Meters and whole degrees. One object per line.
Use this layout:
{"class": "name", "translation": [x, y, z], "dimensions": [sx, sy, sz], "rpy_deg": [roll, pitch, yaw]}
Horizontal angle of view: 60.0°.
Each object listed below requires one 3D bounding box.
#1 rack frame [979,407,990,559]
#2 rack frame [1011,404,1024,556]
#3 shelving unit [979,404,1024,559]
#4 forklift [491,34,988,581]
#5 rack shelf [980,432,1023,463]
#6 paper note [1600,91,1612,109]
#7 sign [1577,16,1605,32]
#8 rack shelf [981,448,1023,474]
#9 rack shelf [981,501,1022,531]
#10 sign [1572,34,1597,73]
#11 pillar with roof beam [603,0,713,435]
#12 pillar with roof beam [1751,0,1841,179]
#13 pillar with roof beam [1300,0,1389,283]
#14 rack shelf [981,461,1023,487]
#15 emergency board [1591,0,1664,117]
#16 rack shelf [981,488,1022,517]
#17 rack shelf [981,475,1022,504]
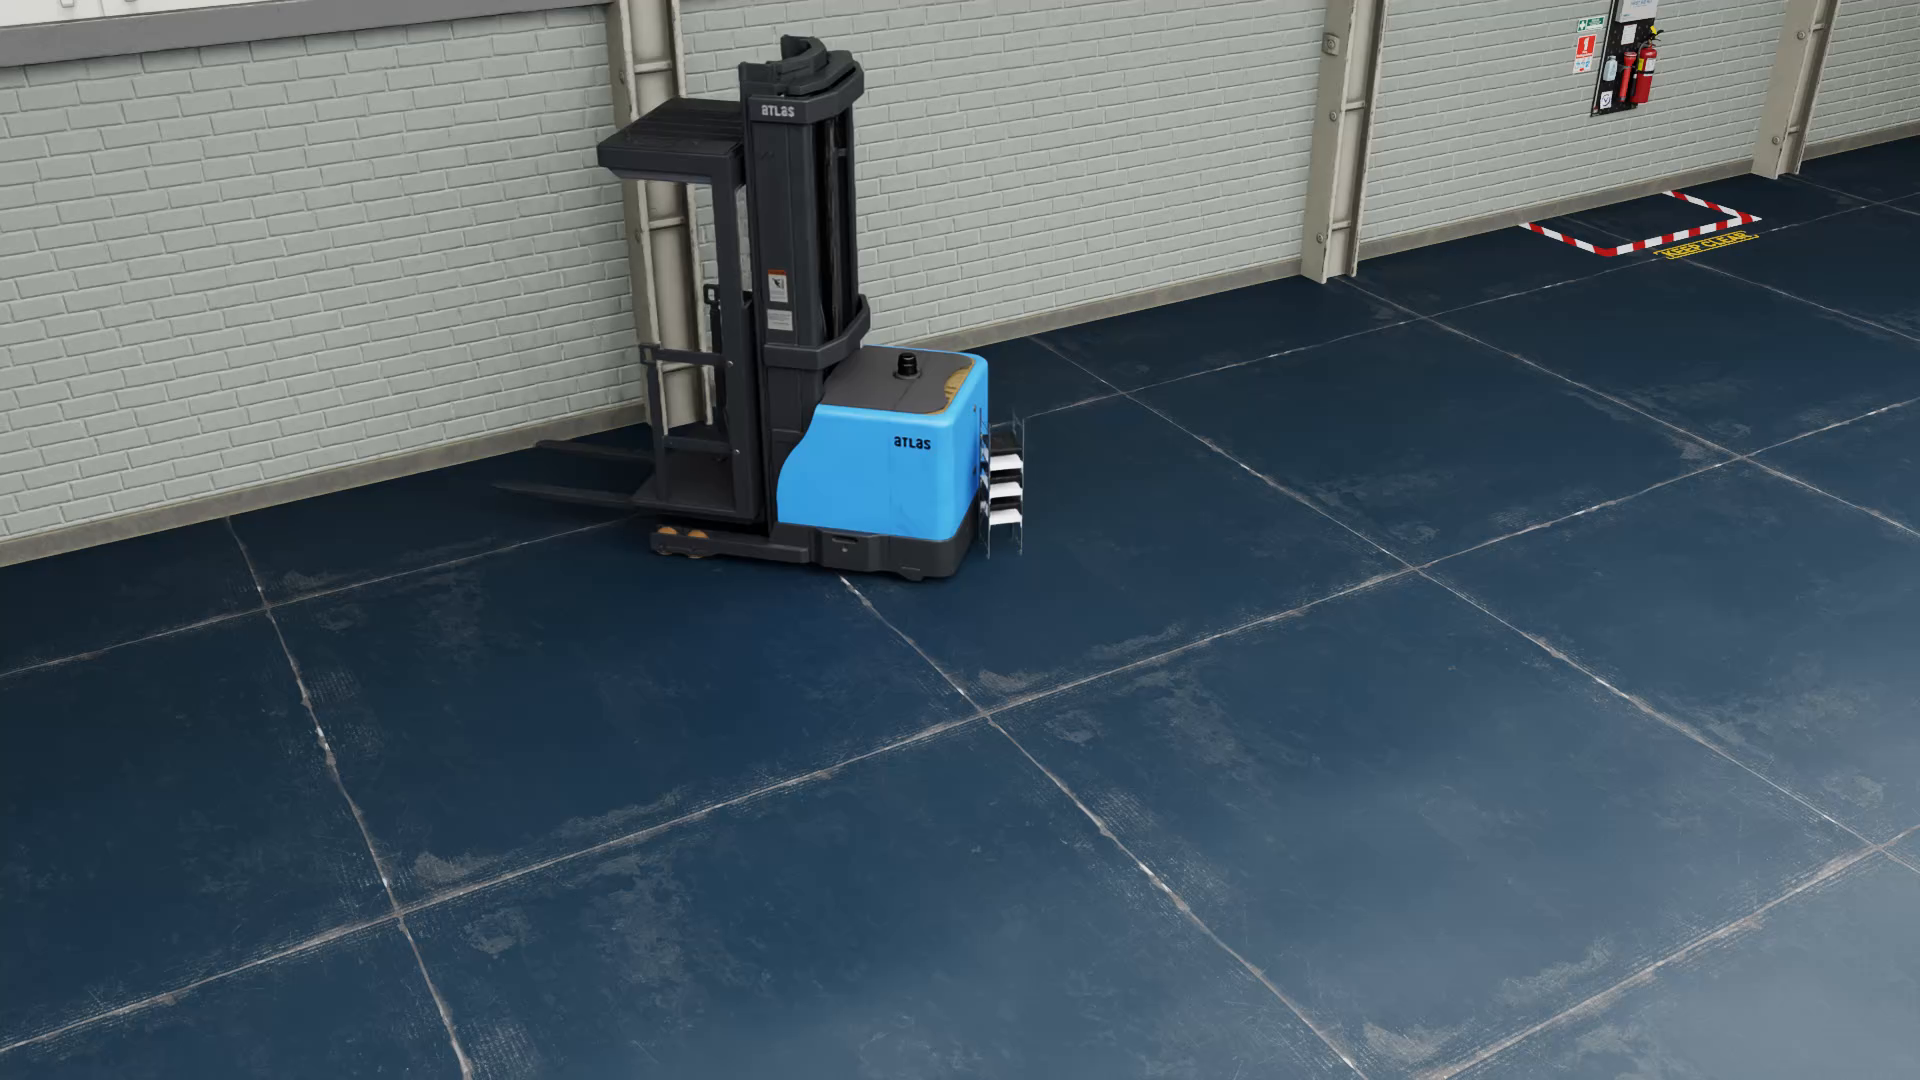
{"class": "rack frame", "translation": [0.145, -0.333, 9.922], "dimensions": [0.006, 0.900, 0.240], "rpy_deg": [-6, 30, -12]}
{"class": "rack frame", "translation": [0.343, -0.355, 9.963], "dimensions": [0.006, 0.900, 0.240], "rpy_deg": [-6, 30, -12]}
{"class": "shelving unit", "translation": [0.244, -0.344, 9.942], "dimensions": [0.210, 0.900, 0.258], "rpy_deg": [-6, 30, -12]}
{"class": "forklift", "translation": [-1.390, -1.410, 9.771], "dimensions": [3.031, 2.935, 1.130], "rpy_deg": [7, 30, 12]}
{"class": "rack shelf", "translation": [0.244, -0.551, 9.828], "dimensions": [0.200, 0.077, 0.258], "rpy_deg": [-6, 30, -12]}
{"class": "paper note", "translation": [6.021, -4.099, 15.484], "dimensions": [0.142, 0.148, 0.016], "rpy_deg": [-16, 33, -26]}
{"class": "sign", "translation": [5.688, -4.652, 14.989], "dimensions": [0.331, 0.109, 0.001], "rpy_deg": [-16, 33, -26]}
{"class": "rack shelf", "translation": [0.244, -0.473, 9.872], "dimensions": [0.200, 0.077, 0.258], "rpy_deg": [-6, 30, -12]}
{"class": "rack shelf", "translation": [0.244, -0.157, 10.045], "dimensions": [0.200, 0.077, 0.258], "rpy_deg": [-6, 30, -12]}
{"class": "sign", "translation": [5.679, -4.422, 15.122], "dimensions": [0.234, 0.329, 0.001], "rpy_deg": [-16, 33, -26]}
{"class": "pillar with roof beam", "translation": [0.193, -2.984, 6.343], "dimensions": [0.400, 9.000, 9.100], "rpy_deg": [-16, 33, -26]}
{"class": "pillar with roof beam", "translation": [10.539, -5.921, 11.666], "dimensions": [0.400, 9.000, 9.100], "rpy_deg": [-16, 33, -26]}
{"class": "pillar with roof beam", "translation": [5.366, -4.452, 9.005], "dimensions": [0.400, 9.000, 9.100], "rpy_deg": [-16, 33, -26]}
{"class": "rack shelf", "translation": [0.244, -0.394, 9.915], "dimensions": [0.200, 0.077, 0.258], "rpy_deg": [-6, 30, -12]}
{"class": "emergency board", "translation": [6.208, -4.499, 15.298], "dimensions": [0.643, 1.169, 0.194], "rpy_deg": [-16, 33, -26]}
{"class": "rack shelf", "translation": [0.244, -0.236, 10.002], "dimensions": [0.200, 0.077, 0.258], "rpy_deg": [-6, 30, -12]}
{"class": "rack shelf", "translation": [0.244, -0.315, 9.958], "dimensions": [0.200, 0.077, 0.258], "rpy_deg": [-6, 30, -12]}
